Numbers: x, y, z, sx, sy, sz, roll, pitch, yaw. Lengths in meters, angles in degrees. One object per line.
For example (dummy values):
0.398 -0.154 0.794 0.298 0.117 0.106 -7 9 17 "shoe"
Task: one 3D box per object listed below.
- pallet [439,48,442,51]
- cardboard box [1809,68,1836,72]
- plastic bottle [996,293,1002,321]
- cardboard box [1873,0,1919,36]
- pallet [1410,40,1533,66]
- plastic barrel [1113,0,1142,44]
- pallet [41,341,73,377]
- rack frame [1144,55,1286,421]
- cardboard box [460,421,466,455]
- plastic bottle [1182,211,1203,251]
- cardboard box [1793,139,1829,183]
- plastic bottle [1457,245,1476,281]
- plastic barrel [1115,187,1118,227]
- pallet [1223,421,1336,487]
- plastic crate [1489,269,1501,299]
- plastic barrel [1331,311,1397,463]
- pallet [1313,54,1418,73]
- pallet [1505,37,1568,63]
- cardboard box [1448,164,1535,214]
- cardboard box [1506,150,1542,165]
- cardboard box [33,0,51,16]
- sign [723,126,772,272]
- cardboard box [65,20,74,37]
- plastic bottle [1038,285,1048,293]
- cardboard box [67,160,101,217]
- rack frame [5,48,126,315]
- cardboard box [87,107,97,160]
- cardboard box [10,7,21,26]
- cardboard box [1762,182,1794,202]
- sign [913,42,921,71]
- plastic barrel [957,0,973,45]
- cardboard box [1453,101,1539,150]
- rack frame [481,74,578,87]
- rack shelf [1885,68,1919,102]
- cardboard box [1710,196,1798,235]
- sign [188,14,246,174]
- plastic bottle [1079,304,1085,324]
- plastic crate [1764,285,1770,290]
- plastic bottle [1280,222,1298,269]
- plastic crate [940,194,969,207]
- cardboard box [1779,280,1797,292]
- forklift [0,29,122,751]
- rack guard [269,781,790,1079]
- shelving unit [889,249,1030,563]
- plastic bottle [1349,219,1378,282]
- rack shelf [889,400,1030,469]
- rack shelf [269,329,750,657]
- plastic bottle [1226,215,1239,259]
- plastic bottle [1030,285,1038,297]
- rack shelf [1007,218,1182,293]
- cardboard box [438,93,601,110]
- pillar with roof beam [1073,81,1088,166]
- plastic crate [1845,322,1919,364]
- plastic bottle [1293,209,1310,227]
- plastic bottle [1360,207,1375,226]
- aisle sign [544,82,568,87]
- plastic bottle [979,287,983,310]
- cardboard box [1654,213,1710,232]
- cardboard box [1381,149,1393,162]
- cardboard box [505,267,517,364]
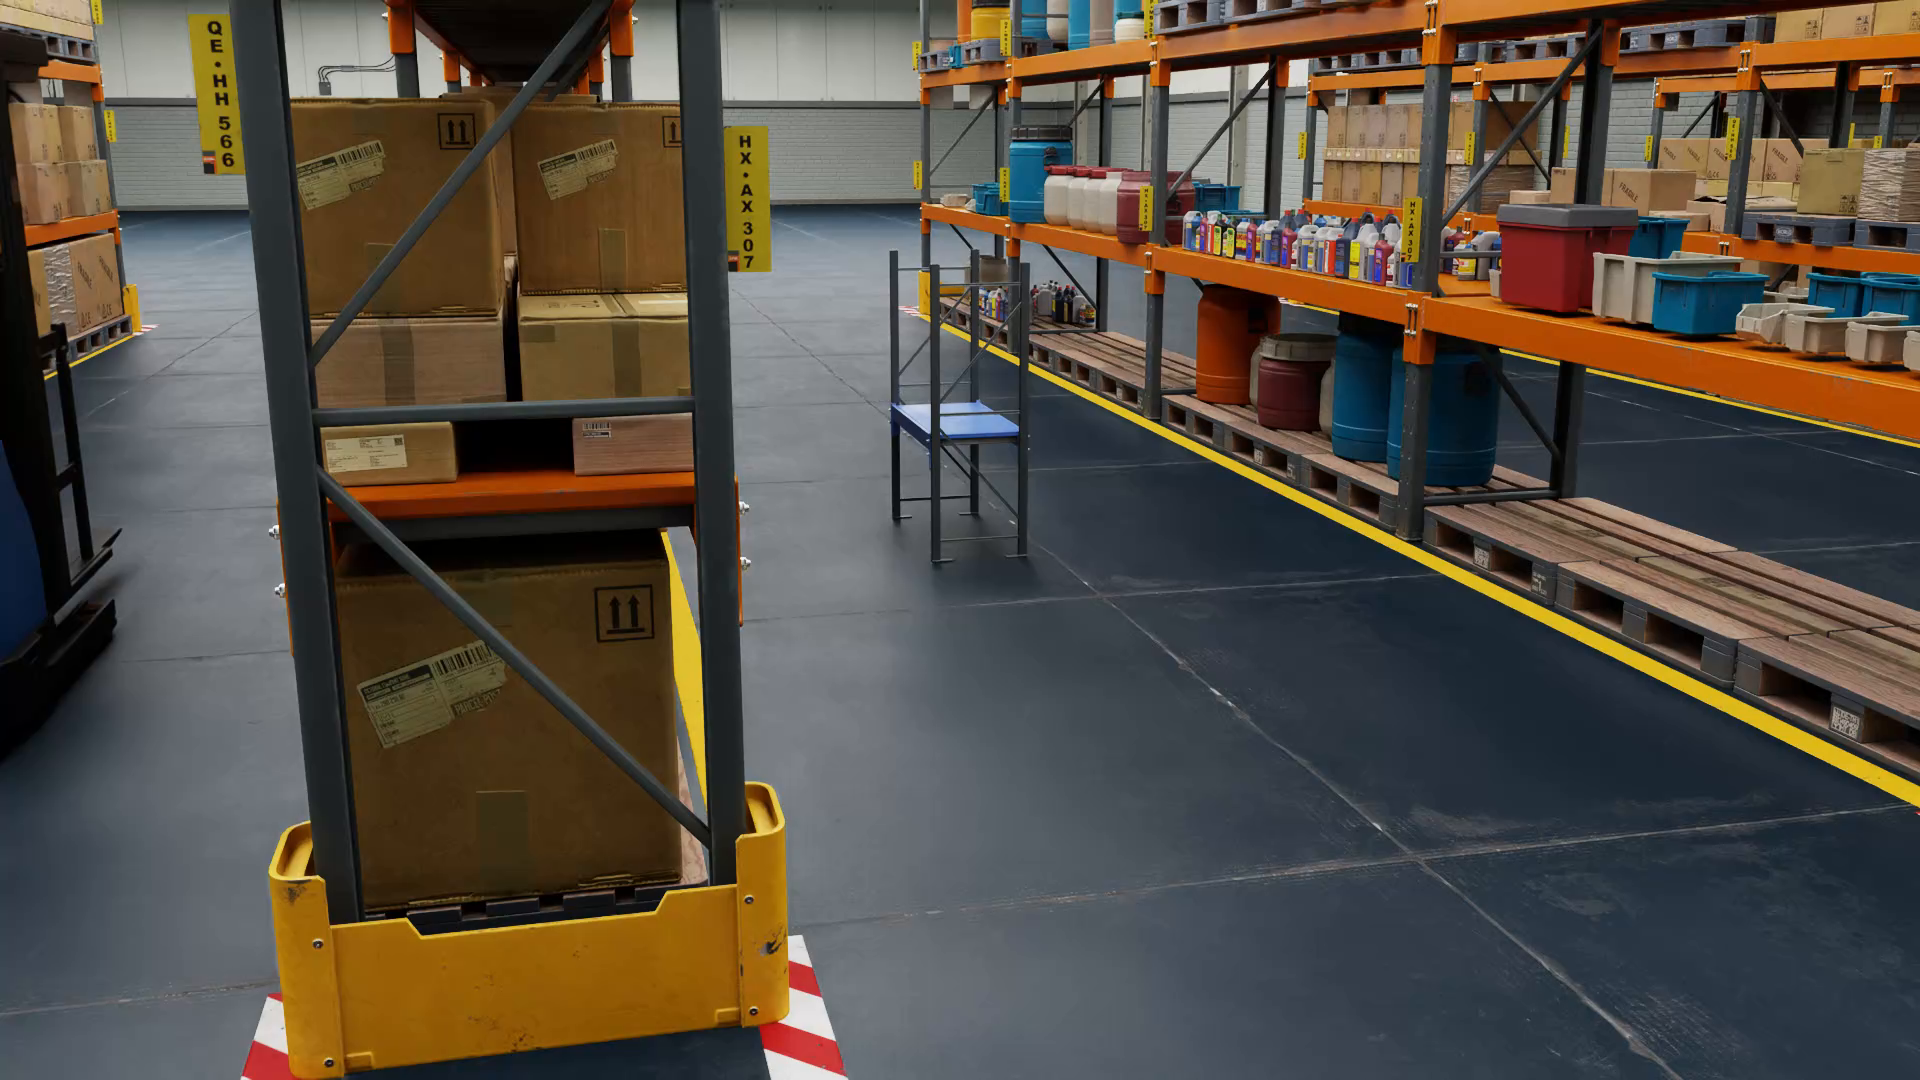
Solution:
-3.801 -4.273 14.170 1.213 0.211 1.003 -3 14 -13 "pallet"
10.136 -5.619 19.032 0.500 0.500 0.500 -5 14 -18 "cardboard box"
0.416 -2.437 17.379 0.061 0.283 0.133 -2 14 -9 "plastic bottle"
7.104 -3.853 11.846 0.910 0.500 0.500 -3 14 -13 "cardboard box"
5.562 -5.216 17.822 1.003 0.211 1.213 -3 14 -13 "pallet"
1.609 -4.625 14.160 0.600 0.901 0.708 -3 14 -13 "plastic barrel"
-8.790 -1.627 15.142 1.003 0.211 1.213 -3 14 -13 "pallet"
1.911 -2.408 12.464 1.000 3.000 0.127 -3 14 -13 "rack frame"
-1.491 -0.288 4.316 0.380 0.149 0.250 -3 14 -13 "cardboard box"
1.698 -2.230 11.997 0.152 0.276 0.135 -3 14 -13 "plastic bottle"
10.067 -4.391 19.274 0.500 0.500 0.500 -3 14 -14 "cardboard box"
2.909 -1.590 9.534 0.097 0.201 0.097 0 14 0 "plastic bottle"
1.462 -2.688 13.374 0.421 0.512 0.421 0 14 0 "plastic barrel"
2.420 -0.593 10.911 1.003 0.211 1.213 -3 14 -13 "pallet"
2.821 -1.271 8.239 0.396 0.136 0.243 -3 14 -13 "plastic crate"
2.573 -0.960 10.073 0.600 0.901 0.708 -3 14 -13 "plastic barrel"
4.989 -5.779 20.126 1.003 0.211 1.213 -3 14 -13 "pallet"
6.007 -4.768 16.205 0.805 0.209 1.217 -4 14 -15 "pallet"
5.677 -3.757 17.774 0.700 0.500 0.500 -4 14 -15 "cardboard box"
5.912 -4.043 17.577 0.380 0.149 0.250 -3 14 -13 "cardboard box"
-8.889 -5.061 15.596 0.500 0.250 0.500 -3 14 -13 "cardboard box"
-0.484 -0.775 3.789 0.100 0.325 0.005 -3 14 -13 "sign"
-9.042 -5.079 16.508 0.380 0.149 0.250 -3 14 -13 "cardboard box"
0.922 -2.686 18.411 0.152 0.276 0.135 -3 14 -13 "plastic bottle"
-9.346 -3.589 16.980 0.875 0.550 0.550 -3 14 -13 "cardboard box"
-9.627 -3.725 17.852 1.000 3.000 0.127 -3 14 -13 "rack frame"
-9.578 -4.234 17.347 0.875 0.550 0.550 -3 14 -13 "cardboard box"
-8.621 -4.668 14.825 0.380 0.149 0.250 -4 14 -14 "cardboard box"
9.954 -4.143 19.839 0.500 0.250 0.500 -3 14 -13 "cardboard box"
-0.504 -5.686 19.540 0.100 0.325 0.005 -3 14 -13 "sign"
0.270 -6.019 19.132 0.600 0.830 0.708 -3 14 -13 "plastic barrel"
5.677 -4.387 17.620 0.700 0.500 0.500 -3 14 -13 "cardboard box"
-3.843 -3.055 15.111 1.000 3.000 0.127 -3 14 -13 "rack frame"
11.071 -4.530 16.342 1.077 0.370 4.000 -3 14 -13 "rack shelf"
6.684 -2.727 13.955 0.500 0.311 0.500 -2 14 -10 "cardboard box"
-1.555 -0.937 3.504 0.100 0.325 0.005 -3 14 -13 "sign"
1.275 -2.330 17.114 0.097 0.201 0.097 0 14 0 "plastic bottle"
3.374 -1.138 7.717 0.437 0.125 0.590 -3 14 -13 "plastic crate"
2.055 -1.838 10.375 0.061 0.283 0.133 -3 14 -13 "plastic bottle"
-0.070 -3.901 19.131 0.298 0.136 0.250 -3 14 -13 "plastic crate"
10.245 -3.082 20.303 0.380 0.149 0.250 -4 14 -18 "cardboard box"
-4.131 -0.905 6.457 1.130 2.935 3.031 -3 14 -14 "forklift"
-1.019 0.933 4.054 1.175 0.500 0.348 -3 14 -13 "rack guard"
-0.020 -0.748 8.830 0.538 1.500 1.048 -3 14 -13 "shelving unit"
2.317 -1.655 9.486 0.144 0.351 0.185 -3 14 -13 "plastic bottle"
-0.020 -0.574 8.872 0.538 0.185 1.000 -3 14 -13 "rack shelf"
-1.494 -0.399 5.754 1.077 0.370 4.000 -3 14 -13 "rack shelf"
1.848 -2.040 11.204 0.061 0.283 0.133 -3 14 -13 "plastic bottle"
0.819 -2.683 18.385 0.061 0.283 0.133 -3 14 -13 "plastic bottle"
1.441 -2.520 14.438 1.077 0.370 4.000 -3 14 -13 "rack shelf"
-2.122 -1.892 8.028 0.797 0.503 0.637 -4 14 -15 "cardboard box"
-0.563 -14.288 48.449 9.100 9.000 0.400 -3 14 -13 "pillar with roof beam"
3.368 -0.710 5.940 0.396 0.136 0.243 -3 14 -13 "plastic crate"
2.174 -1.949 10.688 0.144 0.351 0.185 -3 14 -13 "plastic bottle"
2.686 -2.012 10.947 0.144 0.351 0.185 -3 14 -13 "plastic bottle"
-4.505 -5.272 18.707 0.394 0.787 0.004 -3 14 -13 "aisle sign"
0.236 -2.627 18.183 0.097 0.271 0.097 0 14 0 "plastic bottle"
6.247 -2.754 14.407 0.380 0.149 0.250 -3 14 -13 "cardboard box"
5.091 -4.436 19.185 0.380 0.149 0.250 -3 14 -13 "cardboard box"
-1.635 -0.690 5.119 0.500 0.250 0.500 -4 14 -15 "cardboard box"
